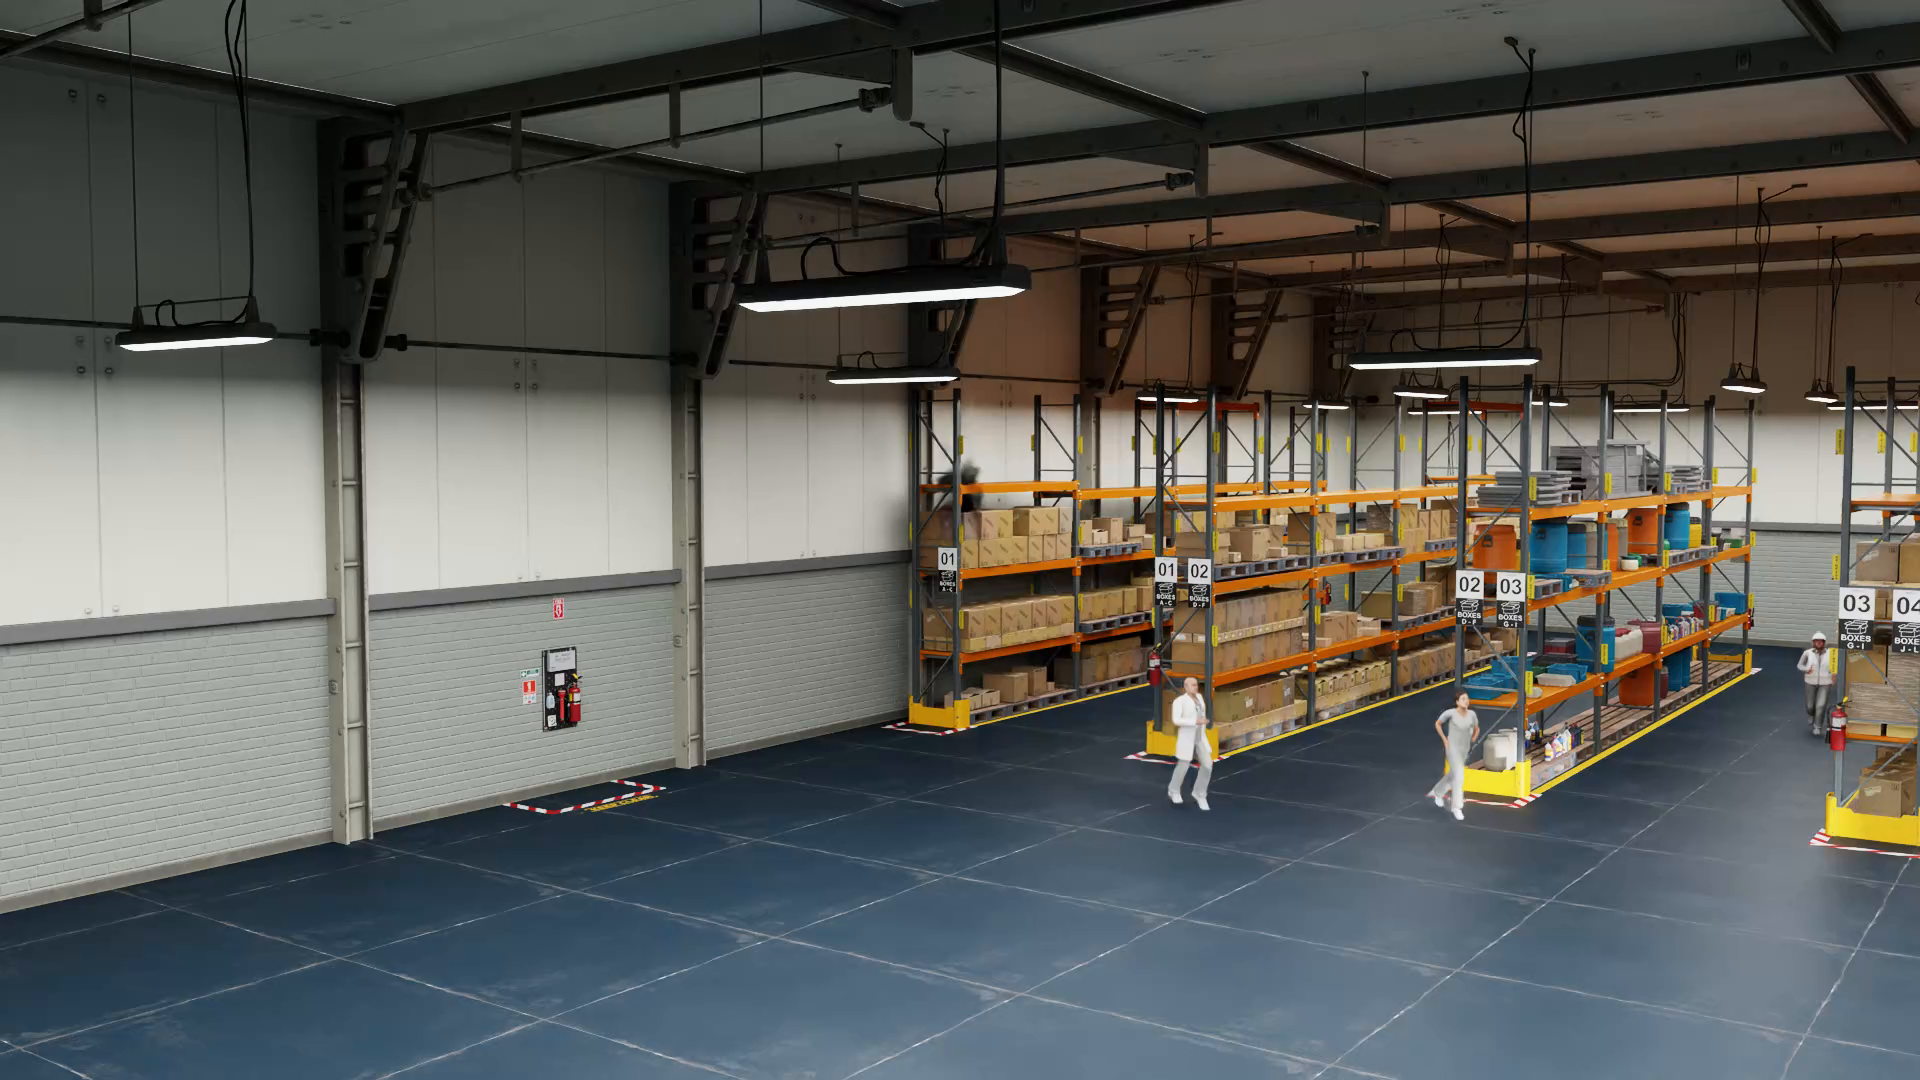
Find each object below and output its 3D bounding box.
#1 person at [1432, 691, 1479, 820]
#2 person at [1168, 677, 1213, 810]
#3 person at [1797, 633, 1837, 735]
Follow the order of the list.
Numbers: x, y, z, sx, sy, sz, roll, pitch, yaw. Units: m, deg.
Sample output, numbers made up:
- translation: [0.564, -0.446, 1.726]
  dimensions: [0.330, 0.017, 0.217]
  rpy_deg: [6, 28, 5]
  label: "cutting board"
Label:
- translation: [6.751, 2.879, 22.604]
  dimensions: [0.570, 1.709, 0.828]
  rpy_deg: [-1, 3, -18]
  label: "person"
- translation: [3.177, 2.811, 22.944]
  dimensions: [0.709, 1.856, 0.840]
  rpy_deg: [-2, 4, -31]
  label: "person"
- translation: [14.897, 2.477, 28.863]
  dimensions: [0.671, 1.745, 0.797]
  rpy_deg: [2, 4, 27]
  label: "person"
